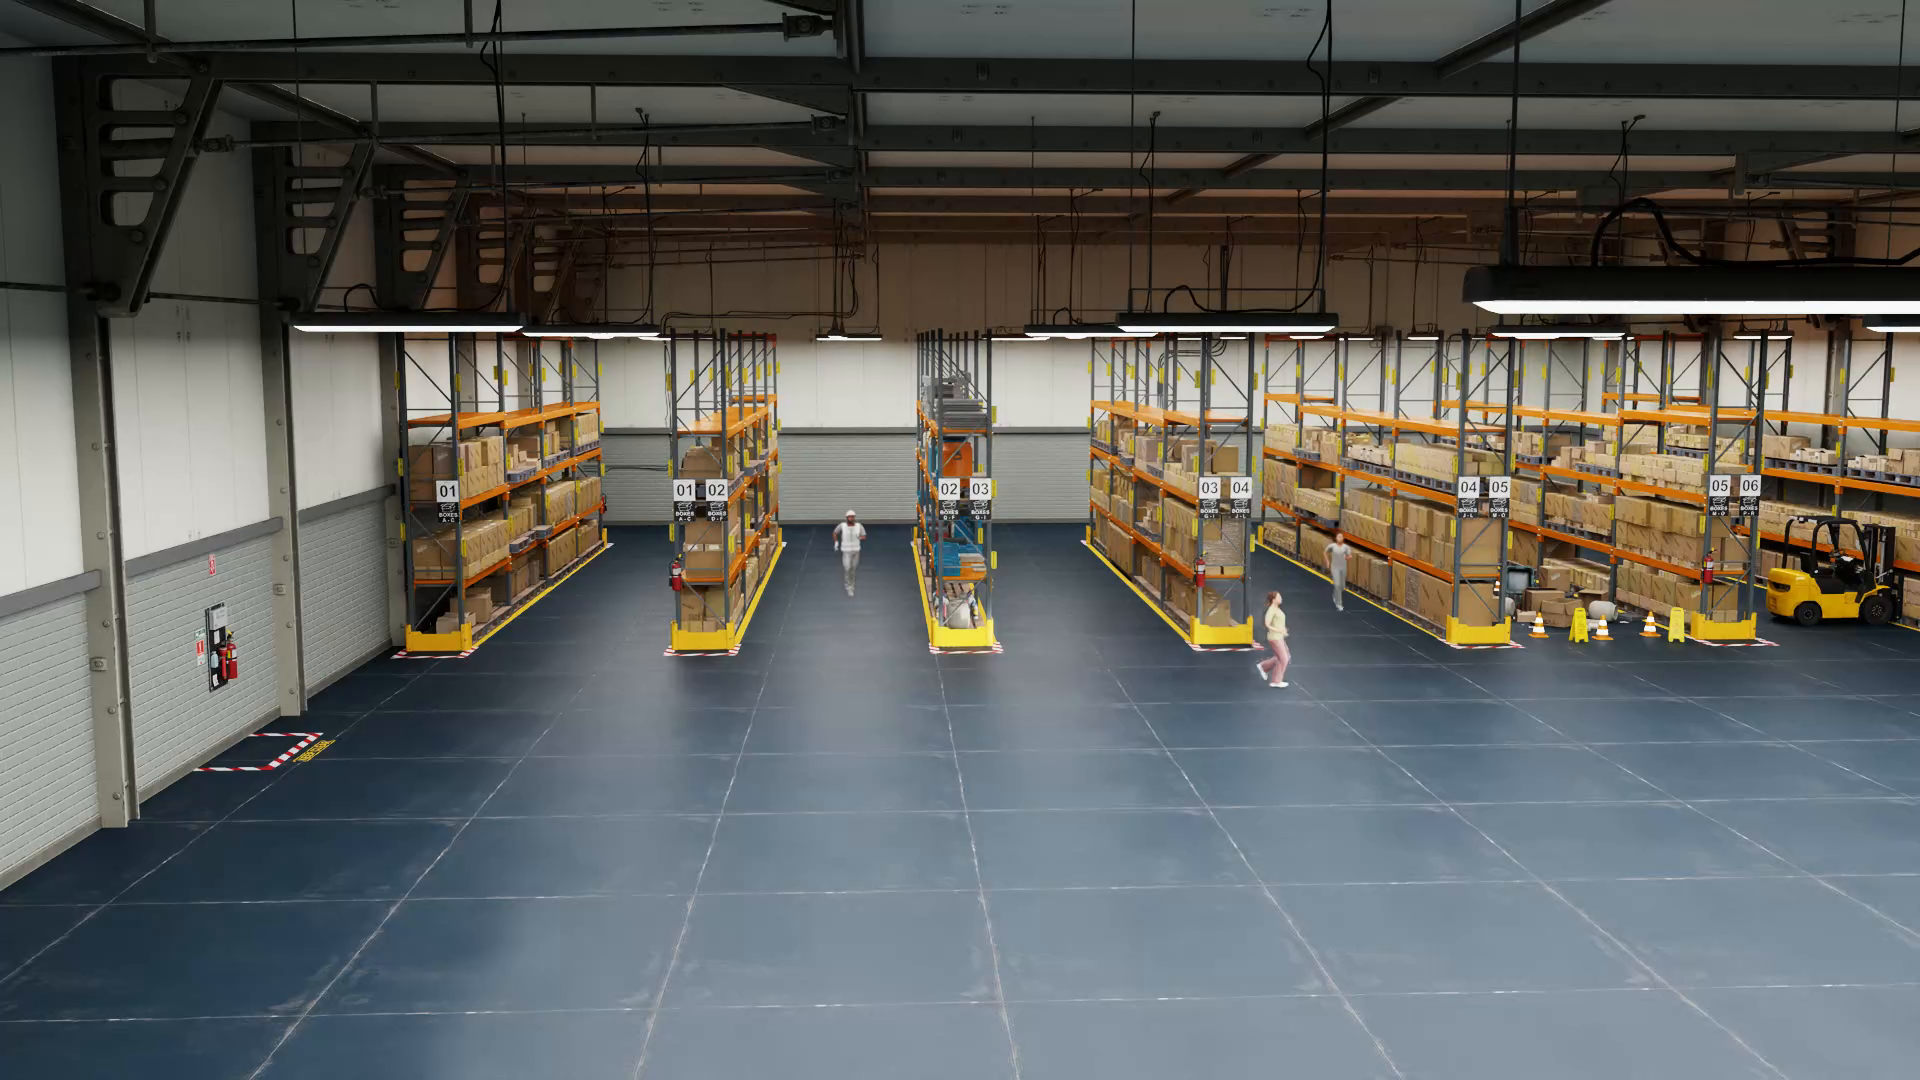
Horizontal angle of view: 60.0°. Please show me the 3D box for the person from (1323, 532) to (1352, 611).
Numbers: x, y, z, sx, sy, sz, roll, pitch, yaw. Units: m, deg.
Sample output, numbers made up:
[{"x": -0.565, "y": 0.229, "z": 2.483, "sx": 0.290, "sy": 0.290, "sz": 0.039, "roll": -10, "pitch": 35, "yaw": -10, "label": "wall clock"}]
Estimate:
[{"x": 8.179, "y": 0.641, "z": 35.908, "sx": 0.564, "sy": 1.655, "sz": 0.936, "roll": -1, "pitch": 7, "yaw": -5, "label": "person"}]

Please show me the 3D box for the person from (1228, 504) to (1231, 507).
[{"x": 7.495, "y": -0.416, "z": 45.480, "sx": 0.560, "sy": 1.580, "sz": 0.914, "roll": 0, "pitch": 7, "yaw": 0, "label": "person"}]

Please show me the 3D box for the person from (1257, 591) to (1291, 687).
[{"x": 5.242, "y": 1.659, "z": 27.803, "sx": 0.569, "sy": 1.591, "sz": 0.578, "roll": 3, "pitch": 7, "yaw": 22, "label": "person"}]

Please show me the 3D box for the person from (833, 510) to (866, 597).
[{"x": -2.369, "y": 0.270, "z": 36.131, "sx": 0.671, "sy": 1.833, "sz": 0.836, "roll": -2, "pitch": 7, "yaw": -18, "label": "person"}]
